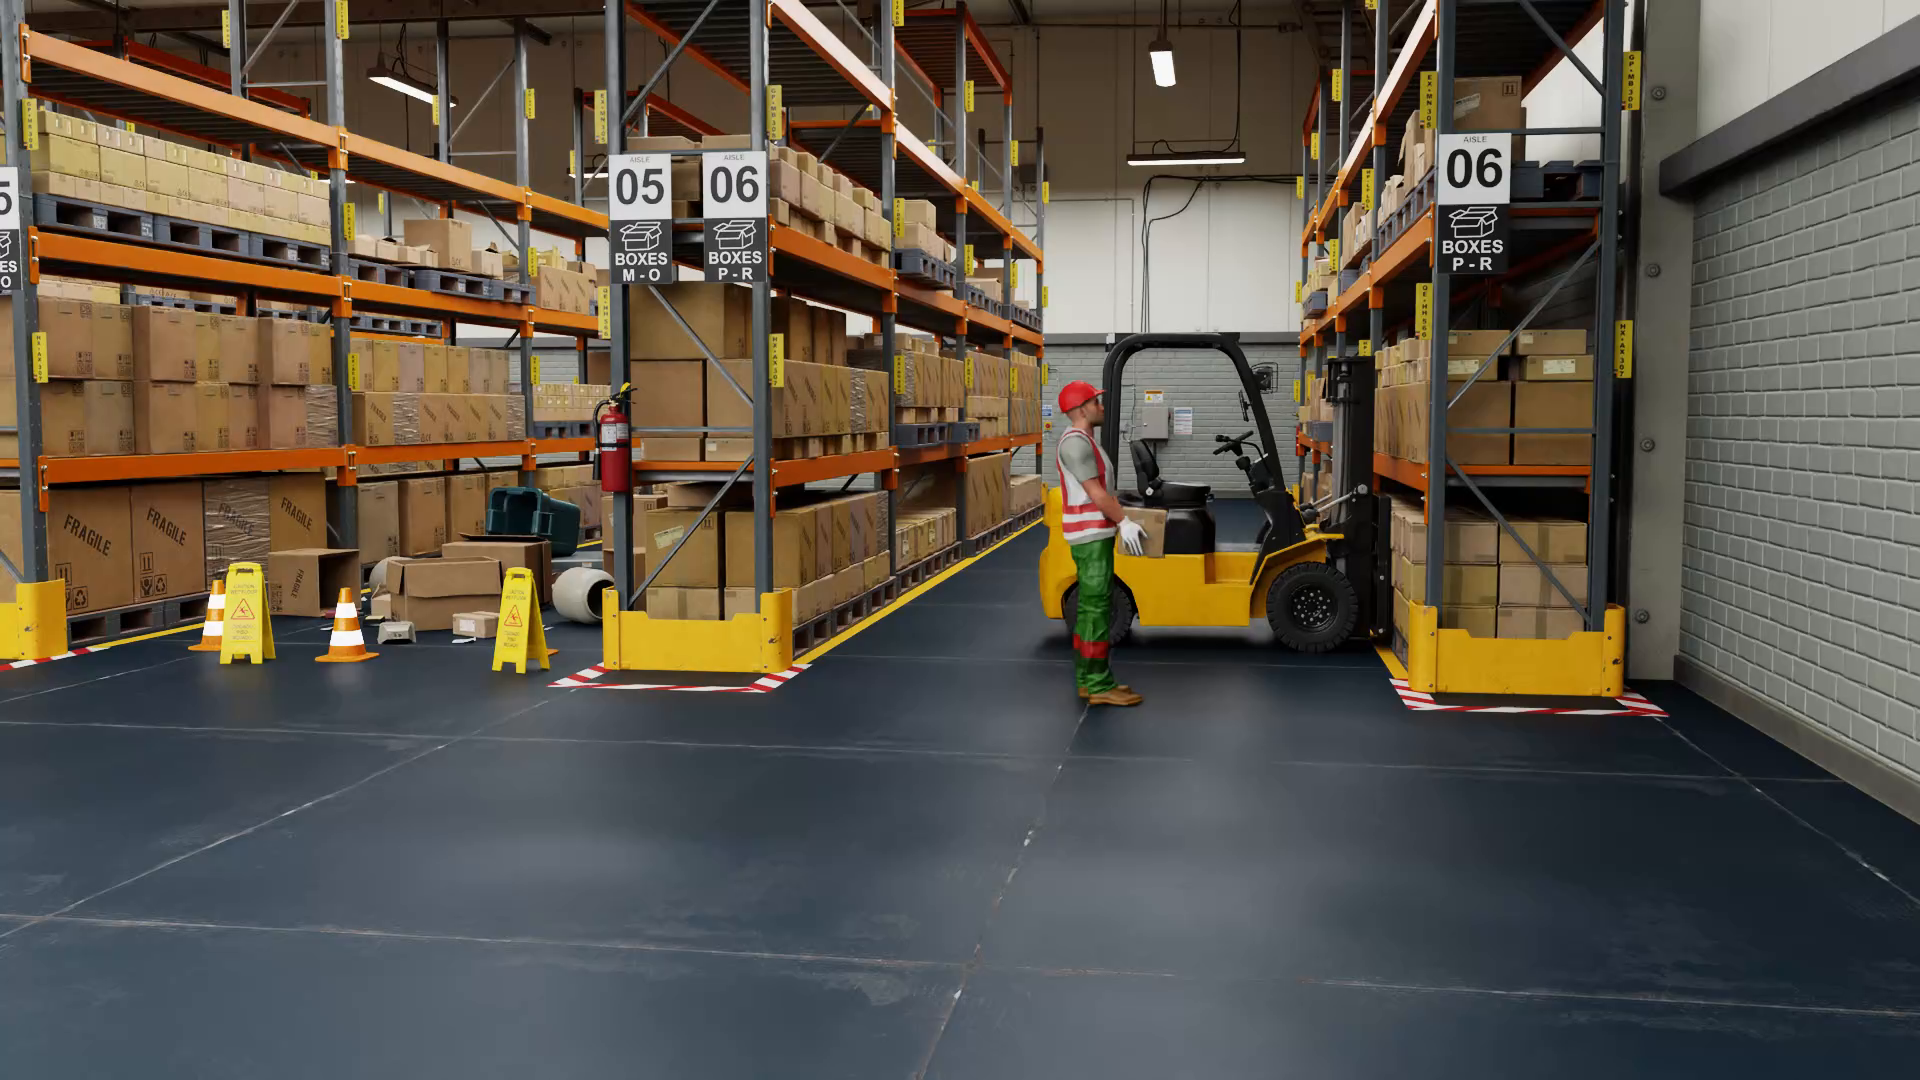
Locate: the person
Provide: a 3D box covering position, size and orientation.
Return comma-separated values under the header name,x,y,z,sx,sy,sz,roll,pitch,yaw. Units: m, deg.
name,x,y,z,sx,sy,sz,roll,pitch,yaw
person,0.806,0.005,9.327,0.526,1.793,0.533,1,4,9
